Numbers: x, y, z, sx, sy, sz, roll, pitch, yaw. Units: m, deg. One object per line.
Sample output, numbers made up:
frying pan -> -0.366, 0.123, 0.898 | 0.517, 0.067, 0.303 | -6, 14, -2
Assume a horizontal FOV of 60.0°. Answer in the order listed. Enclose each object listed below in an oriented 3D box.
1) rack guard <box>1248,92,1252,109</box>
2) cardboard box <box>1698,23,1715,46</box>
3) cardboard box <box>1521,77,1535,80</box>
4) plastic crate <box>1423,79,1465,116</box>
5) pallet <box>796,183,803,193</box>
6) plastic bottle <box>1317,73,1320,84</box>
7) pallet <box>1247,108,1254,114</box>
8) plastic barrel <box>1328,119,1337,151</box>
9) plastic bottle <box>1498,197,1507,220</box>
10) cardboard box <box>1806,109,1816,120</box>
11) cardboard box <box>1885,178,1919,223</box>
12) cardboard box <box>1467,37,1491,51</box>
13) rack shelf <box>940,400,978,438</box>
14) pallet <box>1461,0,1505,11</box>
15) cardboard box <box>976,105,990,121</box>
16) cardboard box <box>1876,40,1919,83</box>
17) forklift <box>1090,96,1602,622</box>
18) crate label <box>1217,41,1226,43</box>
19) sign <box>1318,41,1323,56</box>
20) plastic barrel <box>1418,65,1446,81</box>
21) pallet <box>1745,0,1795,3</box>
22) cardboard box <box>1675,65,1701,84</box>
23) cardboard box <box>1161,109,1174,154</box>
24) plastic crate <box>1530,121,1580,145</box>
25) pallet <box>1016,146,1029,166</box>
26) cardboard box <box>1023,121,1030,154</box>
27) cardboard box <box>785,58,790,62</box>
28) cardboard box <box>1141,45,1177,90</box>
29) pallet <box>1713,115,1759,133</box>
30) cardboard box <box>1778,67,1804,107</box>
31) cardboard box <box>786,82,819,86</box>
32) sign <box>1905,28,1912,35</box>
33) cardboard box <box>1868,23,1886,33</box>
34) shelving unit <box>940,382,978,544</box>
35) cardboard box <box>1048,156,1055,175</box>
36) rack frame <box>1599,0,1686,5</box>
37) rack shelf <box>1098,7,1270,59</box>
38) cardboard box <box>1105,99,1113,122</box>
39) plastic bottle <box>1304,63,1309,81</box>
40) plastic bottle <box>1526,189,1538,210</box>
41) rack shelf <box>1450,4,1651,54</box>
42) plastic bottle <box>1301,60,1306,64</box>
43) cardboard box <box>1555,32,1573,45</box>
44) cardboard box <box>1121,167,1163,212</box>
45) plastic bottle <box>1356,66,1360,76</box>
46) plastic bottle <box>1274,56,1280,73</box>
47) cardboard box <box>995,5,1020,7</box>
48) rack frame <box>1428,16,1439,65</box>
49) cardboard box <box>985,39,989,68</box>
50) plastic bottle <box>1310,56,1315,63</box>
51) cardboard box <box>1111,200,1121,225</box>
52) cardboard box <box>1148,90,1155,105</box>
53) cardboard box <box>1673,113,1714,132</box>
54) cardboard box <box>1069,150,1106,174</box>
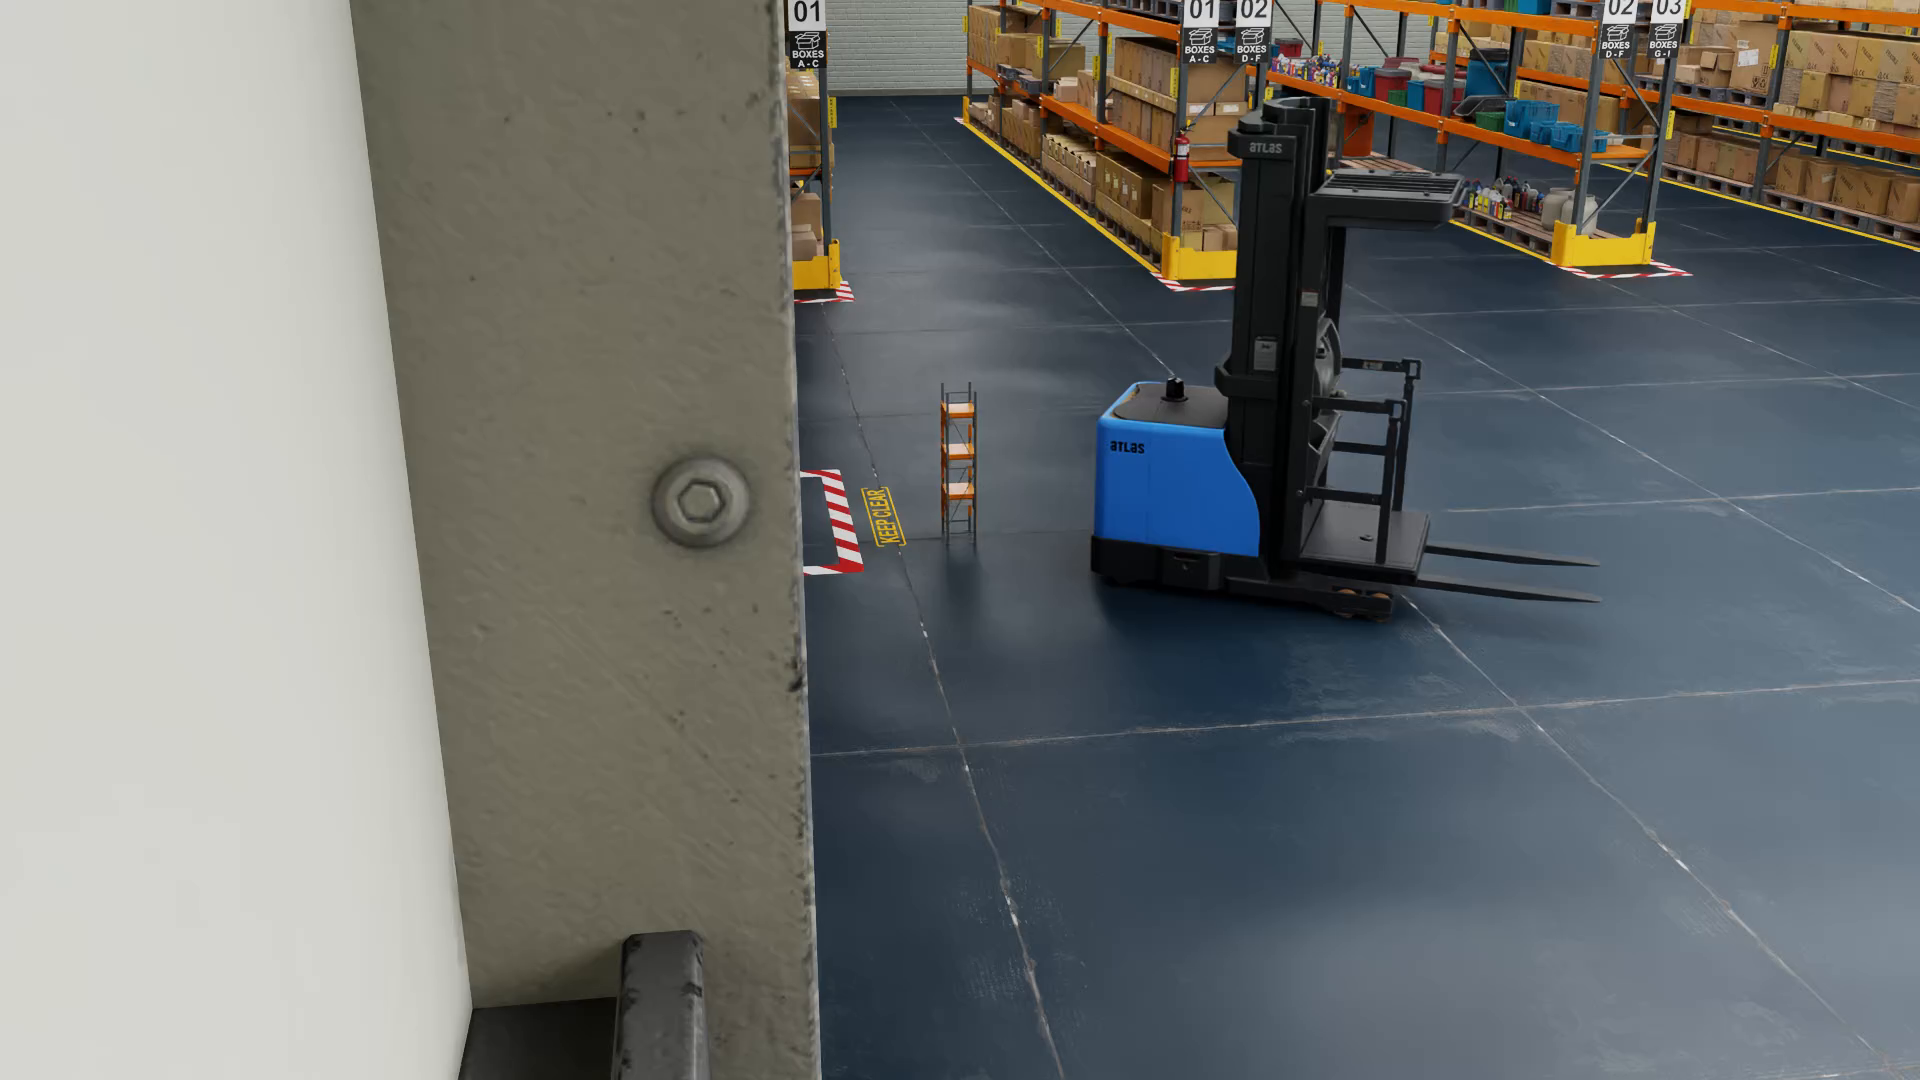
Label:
rack guard -> 5.534, -9.138, 34.969 | 1.175, 0.500, 0.348 | -3, 21, -8
cardboard box -> 15.406, -10.253, 33.813 | 0.500, 0.500, 0.500 | -3, 21, -9
cardboard box -> 11.013, -8.601, 32.393 | 0.875, 0.875, 0.875 | -3, 21, -8
plastic crate -> 6.908, -6.329, 23.783 | 0.402, 0.464, 0.583 | -3, 21, -8
pallet -> -2.816, -5.034, 24.392 | 1.003, 0.211, 1.213 | -3, 21, -8
plastic bottle -> 6.121, -7.847, 28.222 | 0.097, 0.201, 0.097 | 0, 20, 0
pallet -> 5.631, -8.708, 34.229 | 1.003, 0.211, 1.213 | -3, 21, -8
plastic barrel -> 6.447, -6.923, 28.419 | 0.421, 0.512, 0.421 | 0, 20, 0
plastic bottle -> 7.124, -4.349, 21.826 | 0.061, 0.283, 0.133 | -2, 21, -6
cardboard box -> 12.047, -5.931, 23.168 | 0.380, 0.149, 0.250 | -3, 21, -8
cardboard box -> 12.565, -4.460, 21.842 | 0.500, 0.500, 0.500 | 2, 21, 6
cardboard box -> 10.485, -9.907, 33.242 | 0.500, 0.250, 0.500 | -3, 21, -9
rack shelf -> -0.008, -0.766, 10.986 | 0.215, 0.259, 0.240 | -3, 21, -8
pallet -> 7.481, -7.219, 22.240 | 1.213, 0.211, 1.003 | -3, 21, -8
cardboard box -> 0.590, -8.422, 32.780 | 0.500, 0.250, 0.500 | -3, 21, -8
cardboard box -> 12.287, -6.190, 21.506 | 0.500, 0.500, 0.500 | -3, 21, -8
forklift -> 2.398, -1.095, 9.960 | 3.031, 2.935, 1.130 | 7, 22, 18
crate label -> 5.261, -10.149, 34.257 | 0.416, 0.233, 0.303 | -3, 21, -8
sign -> 6.672, -9.074, 30.827 | 0.100, 0.325, 0.005 | -3, 21, -8
plastic barrel -> 7.192, -6.957, 25.361 | 0.433, 0.535, 0.433 | 0, 20, 0
pallet -> 12.198, -7.933, 24.151 | 1.213, 0.211, 1.003 | -3, 21, -8
cardboard box -> 11.619, -7.316, 26.132 | 0.500, 0.250, 0.500 | -4, 21, -9
cardboard box -> 2.820, -4.904, 19.917 | 0.700, 0.500, 0.500 | -2, 21, -6
plastic crate -> 7.401, -5.076, 20.731 | 0.499, 0.251, 0.408 | -3, 21, -8
pallet -> 1.559, -6.659, 28.743 | 1.003, 0.211, 1.213 | -3, 21, -8
cardboard box -> 1.360, -6.810, 28.105 | 0.500, 0.500, 0.500 | -4, 21, -10
cardboard box -> -2.820, -6.693, 24.076 | 0.700, 0.500, 0.500 | -3, 21, -8
cardboard box -> 2.666, -5.878, 20.671 | 0.700, 0.500, 0.500 | -3, 21, -8
pallet -> 15.819, -8.306, 33.154 | 1.003, 0.211, 1.213 | -3, 21, -8
cardboard box -> 12.185, -6.424, 23.561 | 0.875, 0.500, 0.500 | -3, 21, -8
cardboard box -> -1.934, -5.262, 20.132 | 0.500, 0.500, 0.500 | -2, 21, -6
sign -> 15.992, -8.472, 28.069 | 0.100, 0.325, 0.005 | -3, 21, -8
cardboard box -> 20.044, -10.918, 36.017 | 0.500, 0.500, 0.500 | -3, 21, -8
shelving unit -> -0.008, -0.510, 11.082 | 0.215, 1.050, 0.252 | -3, 21, -8
cardboard box -> 1.660, -5.822, 25.846 | 0.500, 0.250, 0.500 | -3, 21, -9
rack frame -> 7.857, -7.572, 18.629 | 1.000, 3.000, 0.127 | -3, 21, -8
rack shelf -> 2.667, -6.274, 20.469 | 1.077, 0.370, 4.000 | -3, 21, -8
cardboard box -> 2.264, -5.996, 23.198 | 0.500, 0.250, 0.500 | -2, 21, -4
plastic bottle -> 6.013, -8.102, 28.787 | 0.061, 0.283, 0.133 | -3, 21, -8
plastic bottle -> 7.752, -4.634, 22.600 | 0.152, 0.276, 0.135 | -3, 21, -7
rack shelf -> 7.569, -6.523, 21.134 | 1.077, 0.370, 4.000 | -3, 21, -8
plastic bottle -> 6.101, -8.366, 29.506 | 0.152, 0.276, 0.135 | -3, 21, -8
cardboard box -> 11.216, -9.224, 30.050 | 0.797, 0.503, 0.637 | -3, 21, -7
cardboard box -> 2.354, -4.463, 21.136 | 0.500, 0.500, 0.500 | -3, 21, -8
plastic bottle -> 6.839, -7.999, 28.530 | 0.097, 0.271, 0.097 | 0, 20, 0
plastic bottle -> 5.777, -8.667, 30.302 | 0.061, 0.283, 0.133 | -3, 21, -8
cardboard box -> 0.985, -10.428, 33.278 | 0.500, 0.500, 0.500 | -3, 21, -8
rack frame -> 10.452, -10.552, 35.180 | 1.000, 3.000, 0.127 | -3, 21, -8
cardboard box -> 0.747, -9.231, 31.502 | 0.500, 0.500, 0.500 | -2, 21, -7
plastic bottle -> 6.504, -8.739, 30.503 | 0.152, 0.276, 0.135 | -3, 21, -8
cardboard box -> 2.279, -4.284, 21.730 | 0.500, 0.250, 0.500 | -3, 21, -8
cardboard box -> 2.523, -5.435, 20.411 | 0.380, 0.149, 0.250 | -2, 21, -6
cardboard box -> 11.818, -6.754, 26.886 | 0.500, 0.250, 0.500 | -1, 20, -2
cardboard box -> 1.886, -5.548, 24.312 | 0.500, 0.311, 0.500 | -3, 21, -8
